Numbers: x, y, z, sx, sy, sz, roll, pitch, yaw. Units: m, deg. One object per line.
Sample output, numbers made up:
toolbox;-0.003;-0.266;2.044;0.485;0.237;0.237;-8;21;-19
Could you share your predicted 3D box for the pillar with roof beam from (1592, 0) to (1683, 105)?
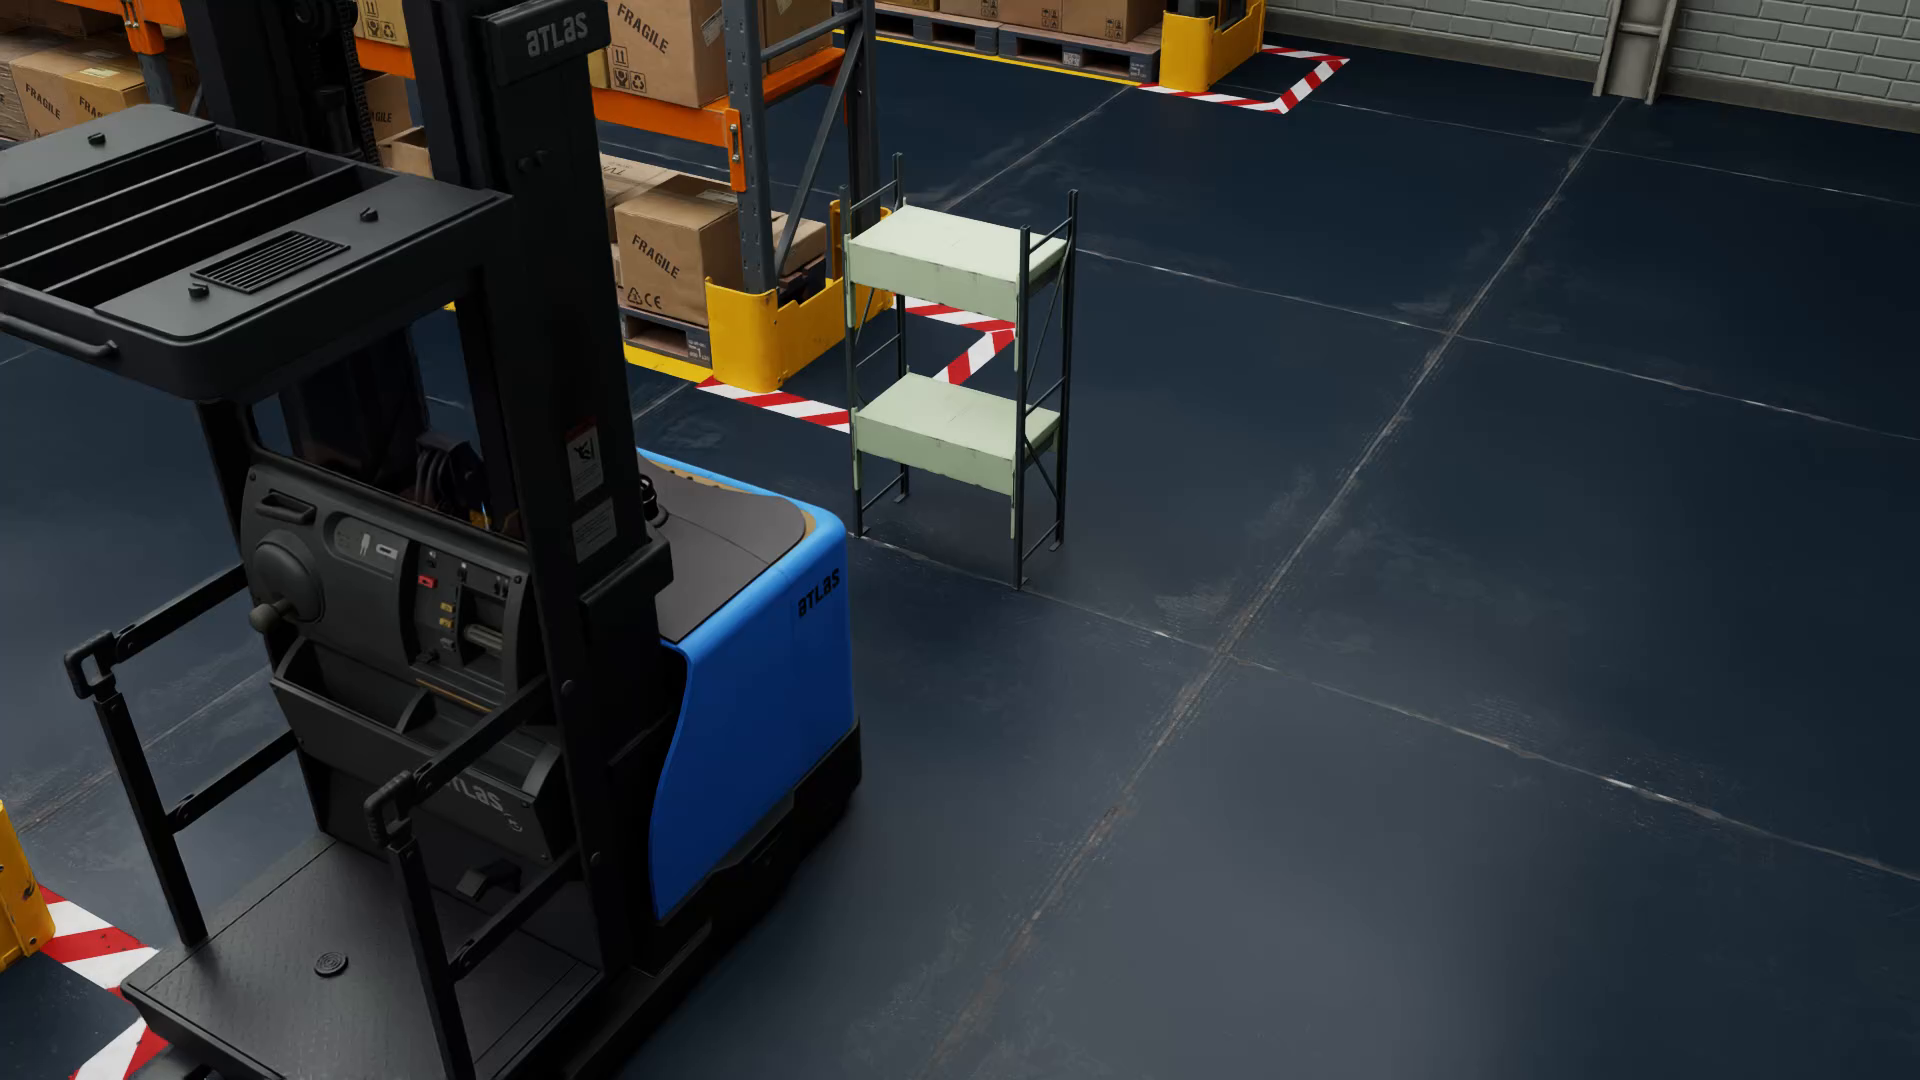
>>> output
pillar with roof beam;2.401;-4.711;5.706;0.400;9.000;9.100;18;37;24

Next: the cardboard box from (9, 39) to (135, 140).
cardboard box;-5.160;-2.608;9.818;0.500;0.500;0.500;18;38;25

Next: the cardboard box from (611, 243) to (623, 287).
cardboard box;-1.593;-1.417;8.330;0.250;0.166;0.380;18;37;24

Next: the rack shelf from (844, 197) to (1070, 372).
rack shelf;-0.006;-0.951;6.121;0.720;0.370;0.431;18;37;24

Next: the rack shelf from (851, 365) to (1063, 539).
rack shelf;-0.006;-0.355;6.518;0.720;0.370;0.431;18;37;24

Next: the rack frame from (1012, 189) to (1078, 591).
rack frame;0.312;-0.525;6.186;0.023;1.500;0.400;18;37;24

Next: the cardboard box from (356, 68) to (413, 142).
cardboard box;-3.529;-2.450;9.581;0.500;0.500;0.500;18;37;24

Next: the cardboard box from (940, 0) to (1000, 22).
cardboard box;0.234;-4.166;12.177;0.500;0.500;0.700;16;37;23

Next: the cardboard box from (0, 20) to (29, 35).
cardboard box;-6.038;-2.885;10.234;0.500;0.500;0.500;16;37;23

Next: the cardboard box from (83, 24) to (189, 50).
cardboard box;-4.932;-2.862;10.199;0.500;0.500;0.500;18;38;25

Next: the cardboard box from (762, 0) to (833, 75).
cardboard box;-0.946;-2.518;7.734;0.500;0.500;0.500;18;38;25

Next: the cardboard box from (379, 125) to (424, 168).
cardboard box;-2.878;-2.165;9.323;0.500;0.311;0.500;18;37;24

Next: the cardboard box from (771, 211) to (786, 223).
cardboard box;-1.102;-1.580;8.576;0.250;0.166;0.380;18;37;24

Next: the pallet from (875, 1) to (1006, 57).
pallet;-0.025;-3.970;12.521;1.213;0.211;1.003;18;37;24

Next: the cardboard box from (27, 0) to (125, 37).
cardboard box;-5.332;-3.307;10.192;0.500;0.250;0.500;18;38;24

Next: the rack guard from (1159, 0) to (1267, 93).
rack guard;1.784;-3.565;11.652;0.348;0.500;1.175;18;37;24

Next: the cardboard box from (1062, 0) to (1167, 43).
cardboard box;1.106;-3.891;11.763;0.500;0.500;0.700;18;37;24

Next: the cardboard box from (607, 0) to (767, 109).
cardboard box;-1.215;-2.261;7.349;0.500;0.500;0.500;19;38;26

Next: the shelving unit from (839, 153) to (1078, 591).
shelving unit;-0.006;-0.626;6.337;0.755;1.500;0.431;18;37;24

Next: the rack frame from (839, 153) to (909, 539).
rack frame;-0.324;-0.727;6.488;0.023;1.500;0.400;18;37;24

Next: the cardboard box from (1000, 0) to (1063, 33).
cardboard box;0.671;-4.028;11.969;0.500;0.500;0.700;17;37;24

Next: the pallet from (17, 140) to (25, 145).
pallet;-4.889;-2.372;10.122;1.213;0.211;1.003;18;37;24

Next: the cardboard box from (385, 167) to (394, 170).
cardboard box;-3.151;-1.878;9.024;0.250;0.166;0.380;18;37;24

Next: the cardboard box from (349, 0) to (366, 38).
cardboard box;-2.978;-2.820;8.188;0.500;0.500;0.500;17;37;24

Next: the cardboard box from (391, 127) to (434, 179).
cardboard box;-2.531;-1.957;8.838;0.637;0.503;0.797;18;37;24

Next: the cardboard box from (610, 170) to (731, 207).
cardboard box;-1.457;-1.689;8.664;0.500;0.250;0.500;18;37;24

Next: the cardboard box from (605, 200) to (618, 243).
cardboard box;-2.096;-1.572;8.489;0.500;0.250;0.500;18;37;24

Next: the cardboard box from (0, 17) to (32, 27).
cardboard box;-5.801;-3.142;10.620;0.500;0.500;0.500;16;37;23

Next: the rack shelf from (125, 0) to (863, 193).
rack shelf;-2.428;-2.478;8.414;4.000;0.370;1.077;18;37;24

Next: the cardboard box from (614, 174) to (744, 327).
cardboard box;-1.286;-1.401;8.006;0.500;0.500;0.500;18;37;24

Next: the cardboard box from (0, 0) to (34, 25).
cardboard box;-5.767;-3.445;10.399;0.500;0.250;0.500;17;37;24

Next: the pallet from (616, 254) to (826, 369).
pallet;-1.450;-1.306;8.521;1.213;0.211;1.003;18;37;24

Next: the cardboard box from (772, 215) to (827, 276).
cardboard box;-0.885;-1.504;8.478;0.250;0.149;0.380;18;37;24

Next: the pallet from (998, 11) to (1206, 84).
pallet;1.030;-3.634;12.016;1.213;0.211;1.003;18;37;24

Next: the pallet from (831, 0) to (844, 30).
pallet;-1.088;-4.305;13.024;1.213;0.211;1.003;18;37;24

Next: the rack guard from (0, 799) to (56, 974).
rack guard;-3.125;1.196;4.502;0.348;0.500;1.175;18;37;24

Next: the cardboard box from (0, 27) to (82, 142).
cardboard box;-5.595;-2.746;10.025;0.500;0.500;0.500;18;38;25

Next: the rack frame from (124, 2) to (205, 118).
rack frame;-4.164;-3.327;9.040;0.127;3.000;1.000;18;37;24

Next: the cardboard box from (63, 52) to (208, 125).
cardboard box;-4.735;-2.468;9.608;0.500;0.500;0.500;17;37;24

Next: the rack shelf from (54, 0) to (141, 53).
rack shelf;-5.901;-3.578;10.066;4.000;0.370;1.077;18;37;24

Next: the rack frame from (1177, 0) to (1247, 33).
rack frame;1.763;-4.612;10.970;0.127;3.000;1.000;18;37;24

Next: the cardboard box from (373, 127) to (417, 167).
cardboard box;-3.174;-2.229;9.567;0.250;0.149;0.380;18;37;24

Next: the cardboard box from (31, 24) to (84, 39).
cardboard box;-5.362;-3.003;10.411;0.500;0.500;0.500;18;38;25

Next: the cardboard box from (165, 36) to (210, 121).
cardboard box;-4.463;-2.720;9.987;0.500;0.500;0.500;16;37;22

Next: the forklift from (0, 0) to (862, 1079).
forklift;-1.502;0.168;3.853;1.130;2.935;3.031;18;38;25

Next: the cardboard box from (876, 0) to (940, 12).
cardboard box;-0.232;-4.309;12.392;0.500;0.500;0.700;18;38;25

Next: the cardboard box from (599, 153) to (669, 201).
cardboard box;-1.891;-1.827;8.871;0.500;0.250;0.500;18;37;24

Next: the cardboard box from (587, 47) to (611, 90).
cardboard box;-1.668;-2.402;7.560;0.500;0.500;0.500;18;38;25

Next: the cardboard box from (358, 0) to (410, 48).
cardboard box;-2.535;-2.680;7.979;0.500;0.500;0.500;17;37;24

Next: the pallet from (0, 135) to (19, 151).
pallet;-5.953;-2.707;10.625;1.213;0.211;1.003;18;37;24

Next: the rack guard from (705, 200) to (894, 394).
rack guard;-0.757;-1.208;8.112;0.348;0.500;1.175;18;37;24

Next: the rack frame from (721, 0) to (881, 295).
rack frame;-0.691;-2.227;7.388;0.127;3.000;1.000;18;37;24
